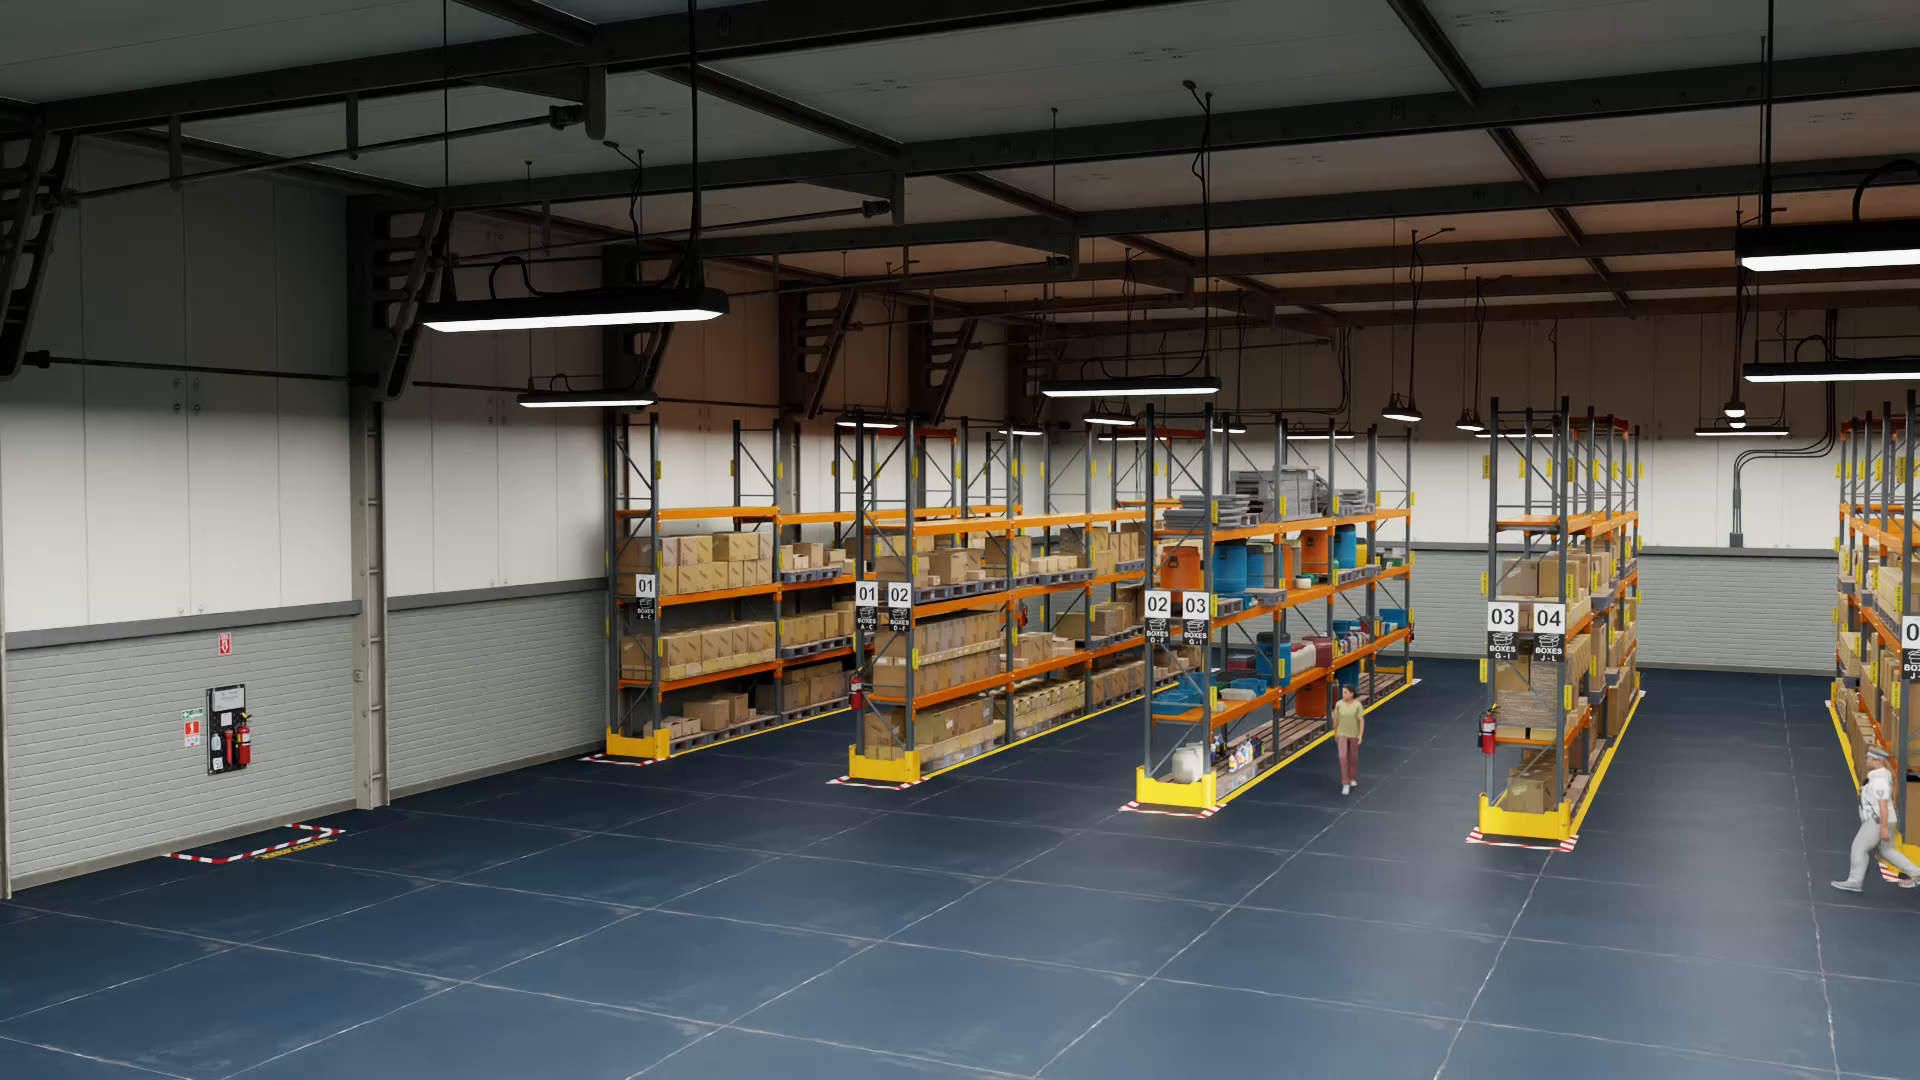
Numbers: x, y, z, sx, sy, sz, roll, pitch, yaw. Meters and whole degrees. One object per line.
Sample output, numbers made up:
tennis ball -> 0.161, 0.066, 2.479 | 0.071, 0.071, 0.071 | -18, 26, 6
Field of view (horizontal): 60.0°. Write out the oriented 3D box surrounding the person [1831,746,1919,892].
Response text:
person -> 10.856, 3.299, 19.618 | 0.999, 1.726, 0.539 | 1, 3, 27

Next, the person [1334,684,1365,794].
person -> 6.070, 3.071, 25.952 | 0.474, 1.650, 0.869 | 1, 2, 13
